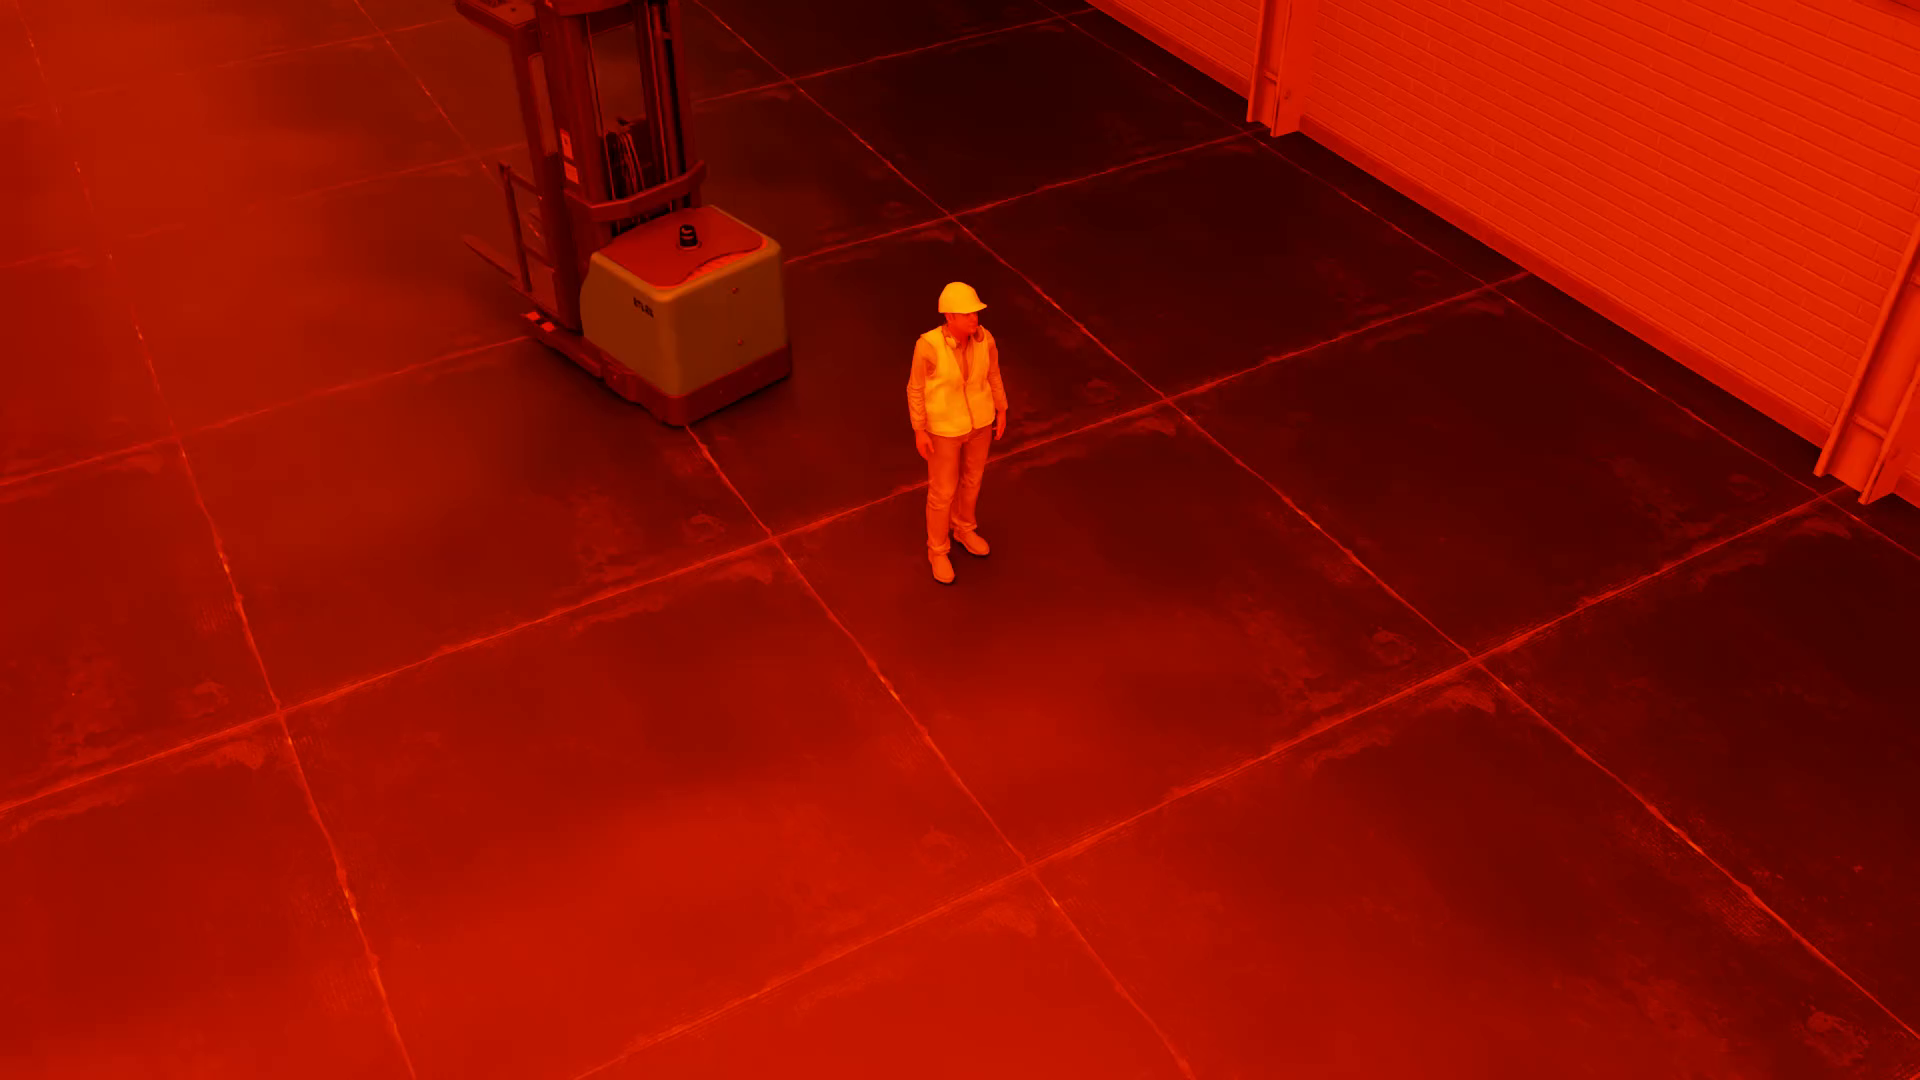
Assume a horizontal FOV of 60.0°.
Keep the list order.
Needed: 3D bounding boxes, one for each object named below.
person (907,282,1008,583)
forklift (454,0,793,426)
[{"bbox_3d":[0.024,-0.652,9.717,0.632,1.773,0.568,-20,44,-23],"label":"person"},{"bbox_3d":[-2.554,-2.735,11.333,1.130,2.935,3.031,-31,49,-32],"label":"forklift"}]
